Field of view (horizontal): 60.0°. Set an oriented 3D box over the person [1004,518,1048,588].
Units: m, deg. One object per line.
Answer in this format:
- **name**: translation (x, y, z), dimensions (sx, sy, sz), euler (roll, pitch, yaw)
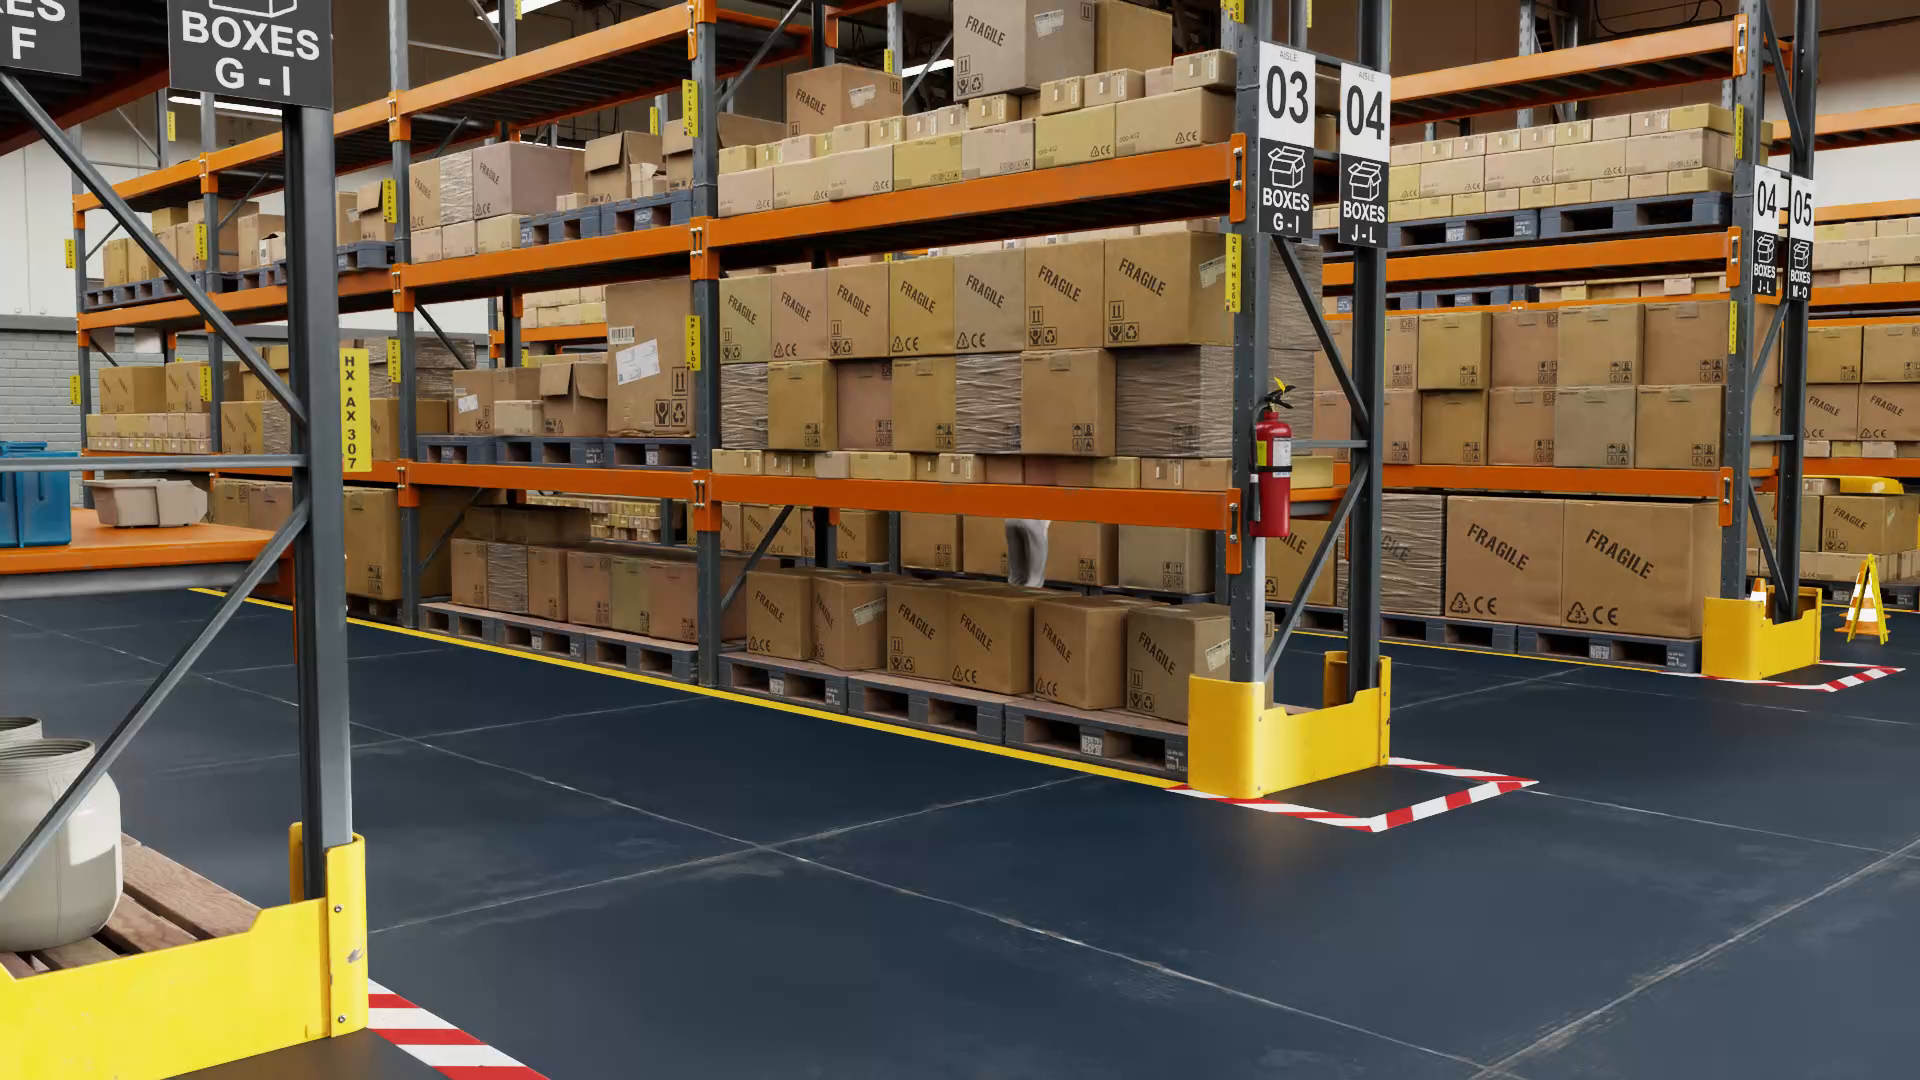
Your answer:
- **person**: translation (0.473, -0.140, 12.462), dimensions (0.279, 1.612, 0.426), euler (-4, 5, -42)
